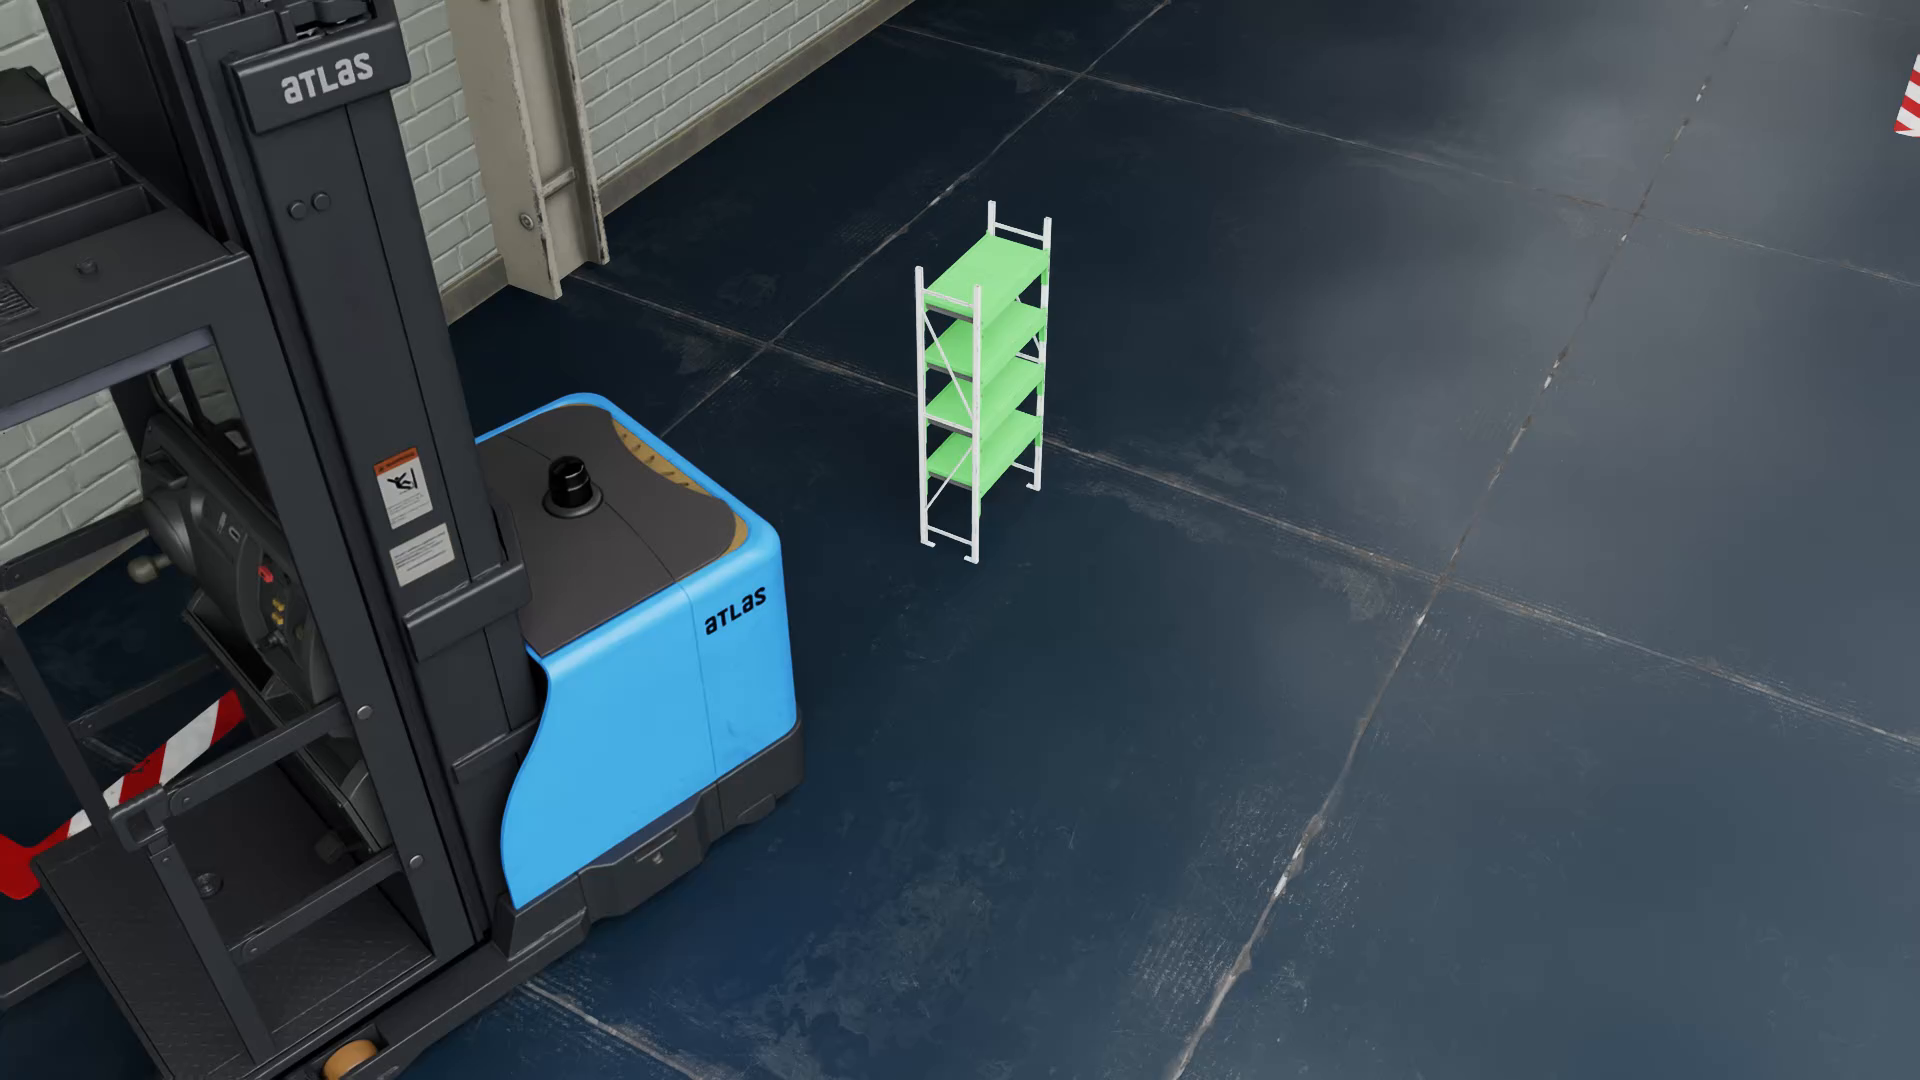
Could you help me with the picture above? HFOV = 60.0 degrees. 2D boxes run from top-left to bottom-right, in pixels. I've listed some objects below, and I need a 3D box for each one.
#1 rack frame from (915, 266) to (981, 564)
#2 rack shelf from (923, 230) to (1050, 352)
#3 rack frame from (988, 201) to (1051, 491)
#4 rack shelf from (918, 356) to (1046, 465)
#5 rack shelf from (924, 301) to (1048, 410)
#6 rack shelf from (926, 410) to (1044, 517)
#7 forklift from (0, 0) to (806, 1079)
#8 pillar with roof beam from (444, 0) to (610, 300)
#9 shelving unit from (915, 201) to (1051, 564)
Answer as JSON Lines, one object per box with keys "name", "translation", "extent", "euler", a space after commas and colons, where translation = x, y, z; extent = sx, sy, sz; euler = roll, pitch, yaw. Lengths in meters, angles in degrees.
{"name": "rack frame", "translation": [-0.039, -0.405, 5.802], "extent": [0.240, 1.200, 0.015], "euler": [21, 45, 22]}
{"name": "rack shelf", "translation": [0.083, -0.857, 5.686], "extent": [0.258, 0.148, 0.480], "euler": [21, 45, 22]}
{"name": "rack frame", "translation": [0.205, -0.685, 6.120], "extent": [0.240, 1.200, 0.015], "euler": [21, 45, 22]}
{"name": "rack shelf", "translation": [0.083, -0.497, 6.003], "extent": [0.258, 0.148, 0.480], "euler": [21, 45, 22]}
{"name": "rack shelf", "translation": [0.083, -0.677, 5.845], "extent": [0.258, 0.148, 0.480], "euler": [21, 45, 22]}
{"name": "rack shelf", "translation": [0.083, -0.317, 6.162], "extent": [0.258, 0.148, 0.480], "euler": [21, 45, 22]}
{"name": "forklift", "translation": [-1.911, 0.119, 3.898], "extent": [3.031, 2.935, 1.130], "euler": [-32, 50, -31]}
{"name": "pillar with roof beam", "translation": [1.872, -3.196, 3.070], "extent": [9.100, 9.000, 0.400], "euler": [21, 45, 22]}
{"name": "shelving unit", "translation": [0.083, -0.545, 5.961], "extent": [0.258, 1.200, 0.503], "euler": [21, 45, 22]}
